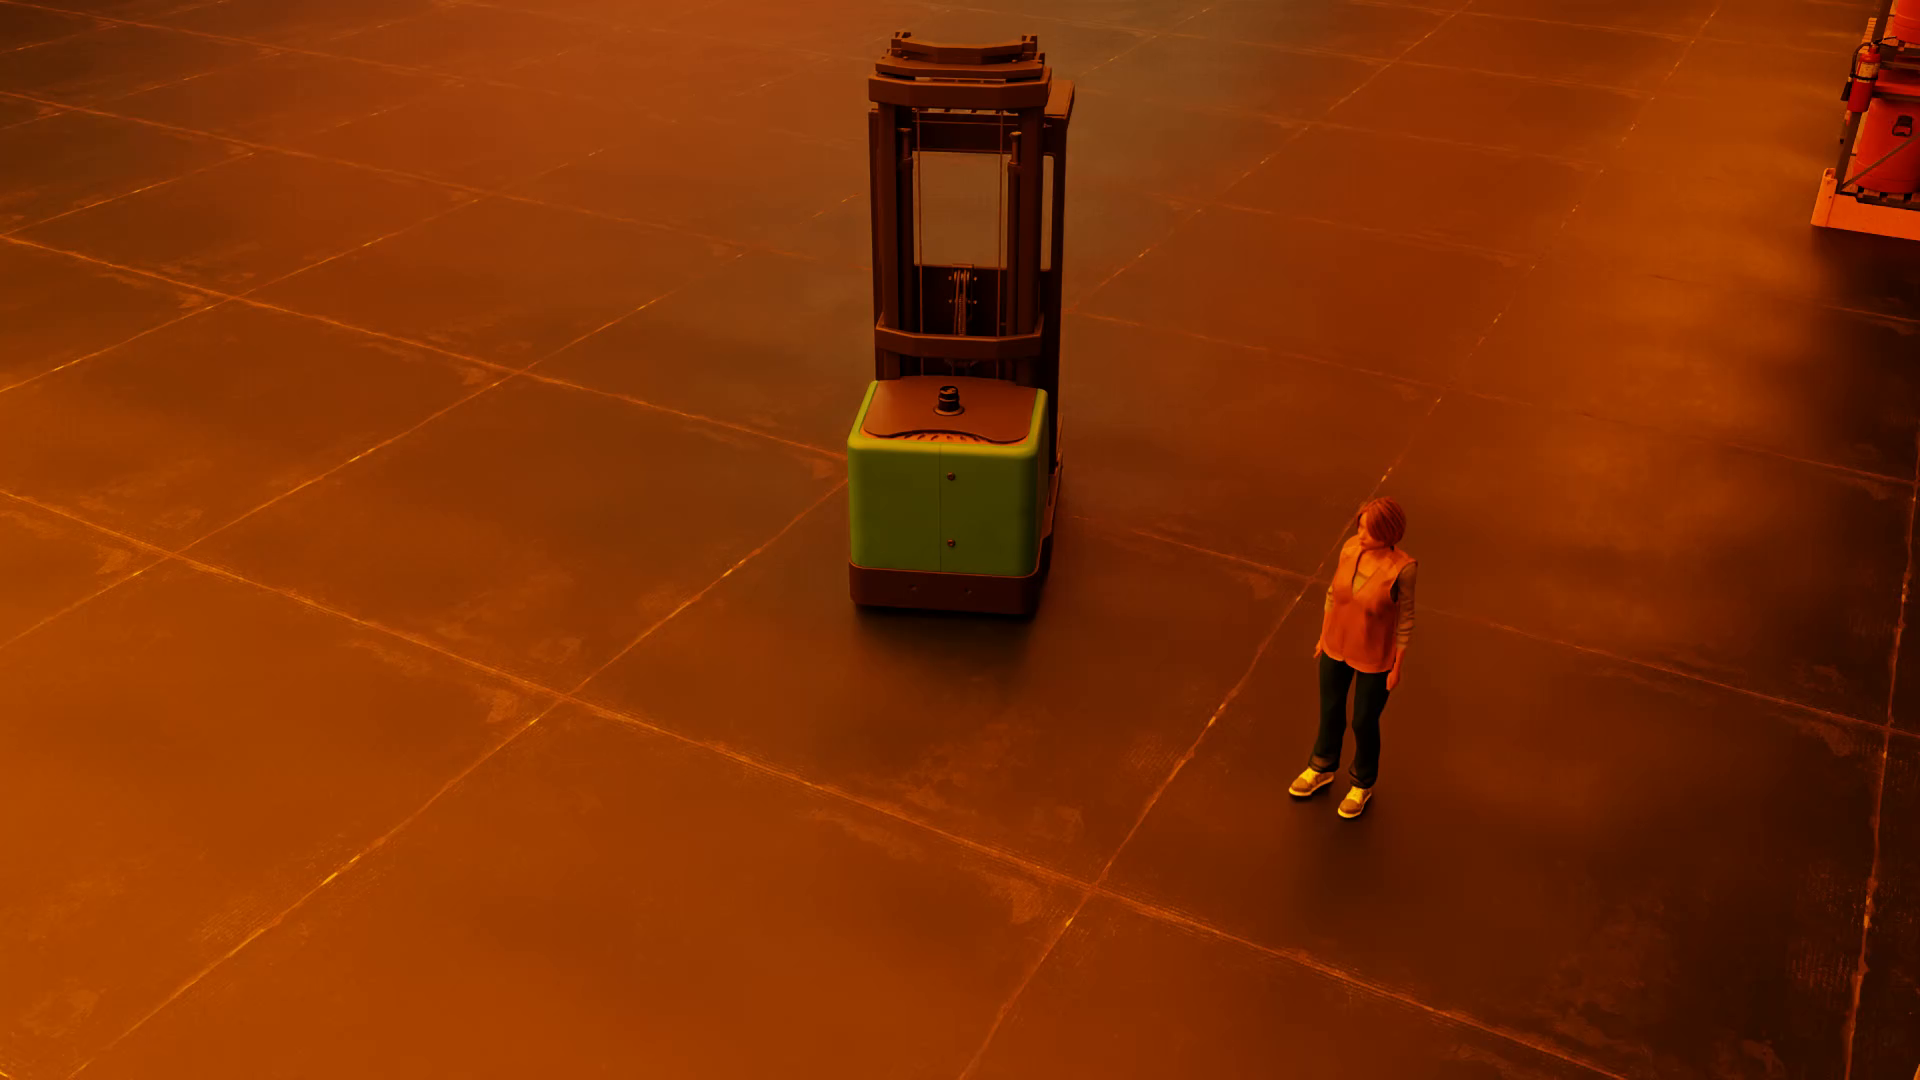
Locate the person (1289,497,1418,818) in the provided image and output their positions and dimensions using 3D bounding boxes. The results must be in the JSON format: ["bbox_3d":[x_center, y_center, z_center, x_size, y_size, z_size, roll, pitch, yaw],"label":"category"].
[{"bbox_3d":[1.793,0.527,7.497,0.431,1.596,0.323,26,39,37],"label":"person"}]

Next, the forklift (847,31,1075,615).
[{"bbox_3d":[0.072,-1.572,9.794,1.130,2.935,3.031,3,30,6],"label":"forklift"}]
